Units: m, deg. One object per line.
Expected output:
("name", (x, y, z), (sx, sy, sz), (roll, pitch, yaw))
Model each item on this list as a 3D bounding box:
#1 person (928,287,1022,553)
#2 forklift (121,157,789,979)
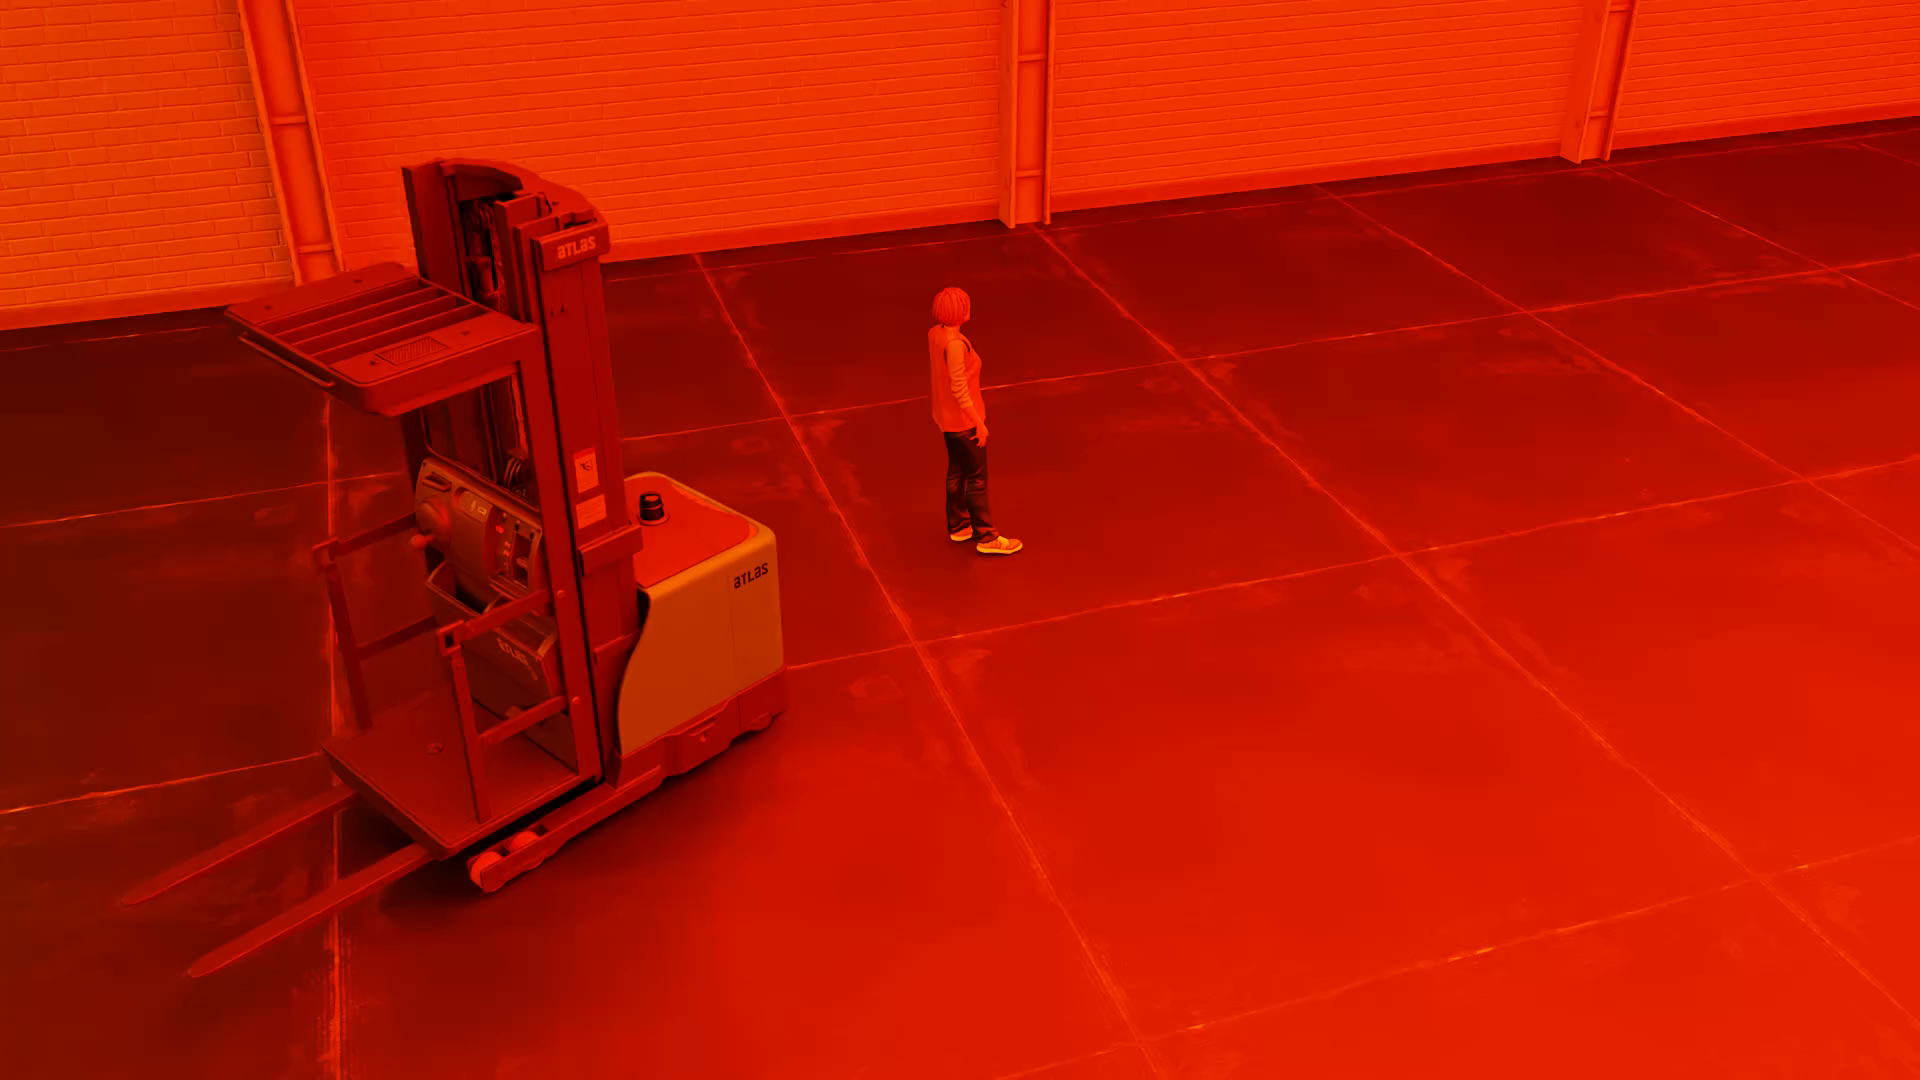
("person", (0.075, -0.704, 9.633), (0.473, 1.599, 0.520), (-10, 31, -16))
("forklift", (-2.240, -0.011, 7.106), (1.130, 2.935, 3.031), (25, 38, 36))
